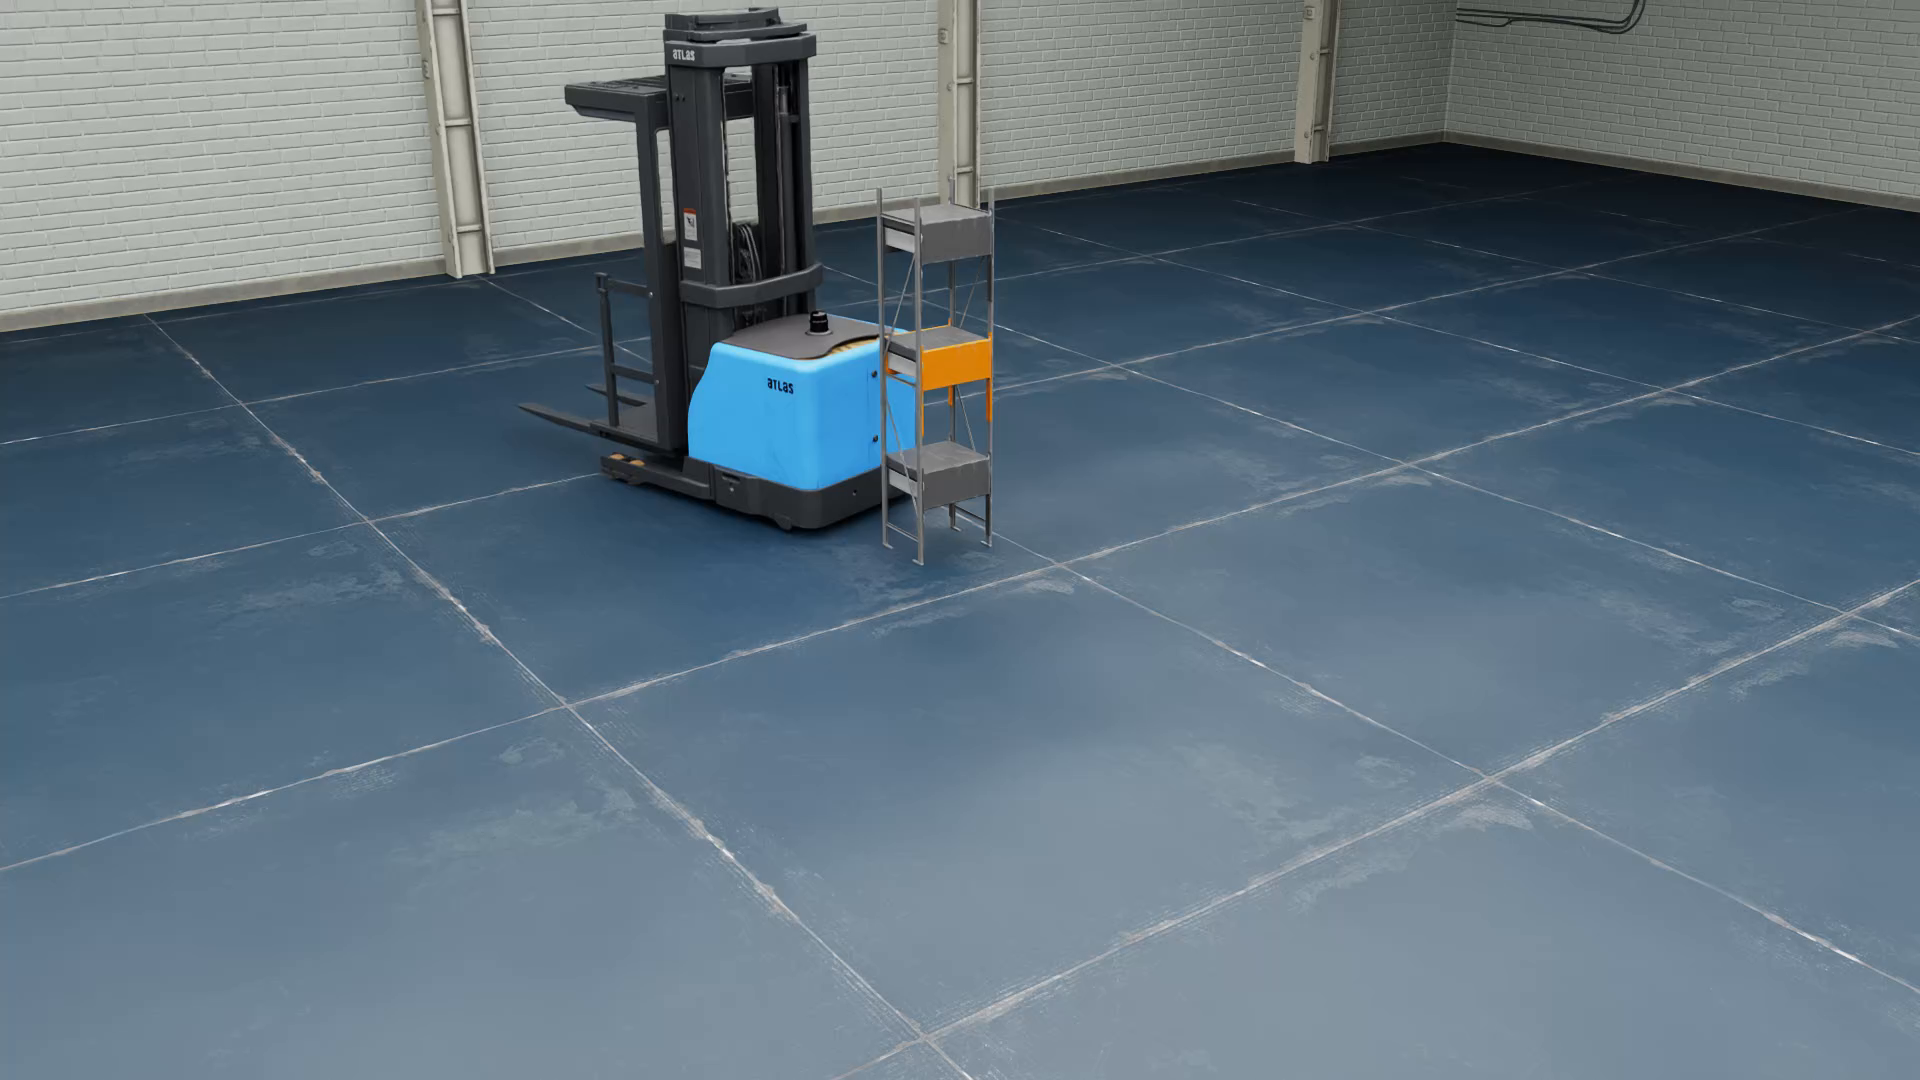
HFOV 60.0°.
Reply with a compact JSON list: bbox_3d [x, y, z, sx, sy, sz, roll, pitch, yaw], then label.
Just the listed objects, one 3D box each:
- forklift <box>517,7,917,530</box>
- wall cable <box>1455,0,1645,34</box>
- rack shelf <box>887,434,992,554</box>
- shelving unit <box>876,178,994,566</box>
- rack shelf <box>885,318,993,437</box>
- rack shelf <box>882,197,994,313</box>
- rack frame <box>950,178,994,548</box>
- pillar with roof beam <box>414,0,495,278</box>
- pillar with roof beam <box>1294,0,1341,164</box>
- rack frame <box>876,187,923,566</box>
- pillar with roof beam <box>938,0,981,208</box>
[{"bbox_3d":[-1.722,-1.847,10.571,3.031,2.935,1.130,17,27,36],"label":"forklift"},{"bbox_3d":[8.029,-8.236,22.585,0.112,2.526,3.097,-15,26,-33],"label":"wall cable"},{"bbox_3d":[-0.134,-0.277,9.682,0.480,0.518,0.431,-15,26,-33],"label":"rack shelf"},{"bbox_3d":[-0.134,-0.939,9.417,0.503,2.100,0.431,-15,26,-33],"label":"shelving unit"},{"bbox_3d":[-0.134,-0.927,9.422,0.480,0.518,0.431,-15,26,-33],"label":"rack shelf"},{"bbox_3d":[-0.134,-1.577,9.163,0.480,0.518,0.431,-15,26,-33],"label":"rack shelf"},{"bbox_3d":[0.064,-0.992,9.550,0.015,2.100,0.400,-15,26,-33],"label":"rack frame"},{"bbox_3d":[-2.362,-5.546,11.653,0.400,9.000,9.100,-15,26,-33],"label":"pillar with roof beam"},{"bbox_3d":[7.379,-8.143,18.162,0.400,9.000,9.100,-15,26,-33],"label":"pillar with roof beam"},{"bbox_3d":[-0.332,-0.887,9.285,0.015,2.100,0.400,-15,26,-33],"label":"rack frame"},{"bbox_3d":[2.509,-6.845,14.908,0.400,9.000,9.100,-15,26,-33],"label":"pillar with roof beam"}]
